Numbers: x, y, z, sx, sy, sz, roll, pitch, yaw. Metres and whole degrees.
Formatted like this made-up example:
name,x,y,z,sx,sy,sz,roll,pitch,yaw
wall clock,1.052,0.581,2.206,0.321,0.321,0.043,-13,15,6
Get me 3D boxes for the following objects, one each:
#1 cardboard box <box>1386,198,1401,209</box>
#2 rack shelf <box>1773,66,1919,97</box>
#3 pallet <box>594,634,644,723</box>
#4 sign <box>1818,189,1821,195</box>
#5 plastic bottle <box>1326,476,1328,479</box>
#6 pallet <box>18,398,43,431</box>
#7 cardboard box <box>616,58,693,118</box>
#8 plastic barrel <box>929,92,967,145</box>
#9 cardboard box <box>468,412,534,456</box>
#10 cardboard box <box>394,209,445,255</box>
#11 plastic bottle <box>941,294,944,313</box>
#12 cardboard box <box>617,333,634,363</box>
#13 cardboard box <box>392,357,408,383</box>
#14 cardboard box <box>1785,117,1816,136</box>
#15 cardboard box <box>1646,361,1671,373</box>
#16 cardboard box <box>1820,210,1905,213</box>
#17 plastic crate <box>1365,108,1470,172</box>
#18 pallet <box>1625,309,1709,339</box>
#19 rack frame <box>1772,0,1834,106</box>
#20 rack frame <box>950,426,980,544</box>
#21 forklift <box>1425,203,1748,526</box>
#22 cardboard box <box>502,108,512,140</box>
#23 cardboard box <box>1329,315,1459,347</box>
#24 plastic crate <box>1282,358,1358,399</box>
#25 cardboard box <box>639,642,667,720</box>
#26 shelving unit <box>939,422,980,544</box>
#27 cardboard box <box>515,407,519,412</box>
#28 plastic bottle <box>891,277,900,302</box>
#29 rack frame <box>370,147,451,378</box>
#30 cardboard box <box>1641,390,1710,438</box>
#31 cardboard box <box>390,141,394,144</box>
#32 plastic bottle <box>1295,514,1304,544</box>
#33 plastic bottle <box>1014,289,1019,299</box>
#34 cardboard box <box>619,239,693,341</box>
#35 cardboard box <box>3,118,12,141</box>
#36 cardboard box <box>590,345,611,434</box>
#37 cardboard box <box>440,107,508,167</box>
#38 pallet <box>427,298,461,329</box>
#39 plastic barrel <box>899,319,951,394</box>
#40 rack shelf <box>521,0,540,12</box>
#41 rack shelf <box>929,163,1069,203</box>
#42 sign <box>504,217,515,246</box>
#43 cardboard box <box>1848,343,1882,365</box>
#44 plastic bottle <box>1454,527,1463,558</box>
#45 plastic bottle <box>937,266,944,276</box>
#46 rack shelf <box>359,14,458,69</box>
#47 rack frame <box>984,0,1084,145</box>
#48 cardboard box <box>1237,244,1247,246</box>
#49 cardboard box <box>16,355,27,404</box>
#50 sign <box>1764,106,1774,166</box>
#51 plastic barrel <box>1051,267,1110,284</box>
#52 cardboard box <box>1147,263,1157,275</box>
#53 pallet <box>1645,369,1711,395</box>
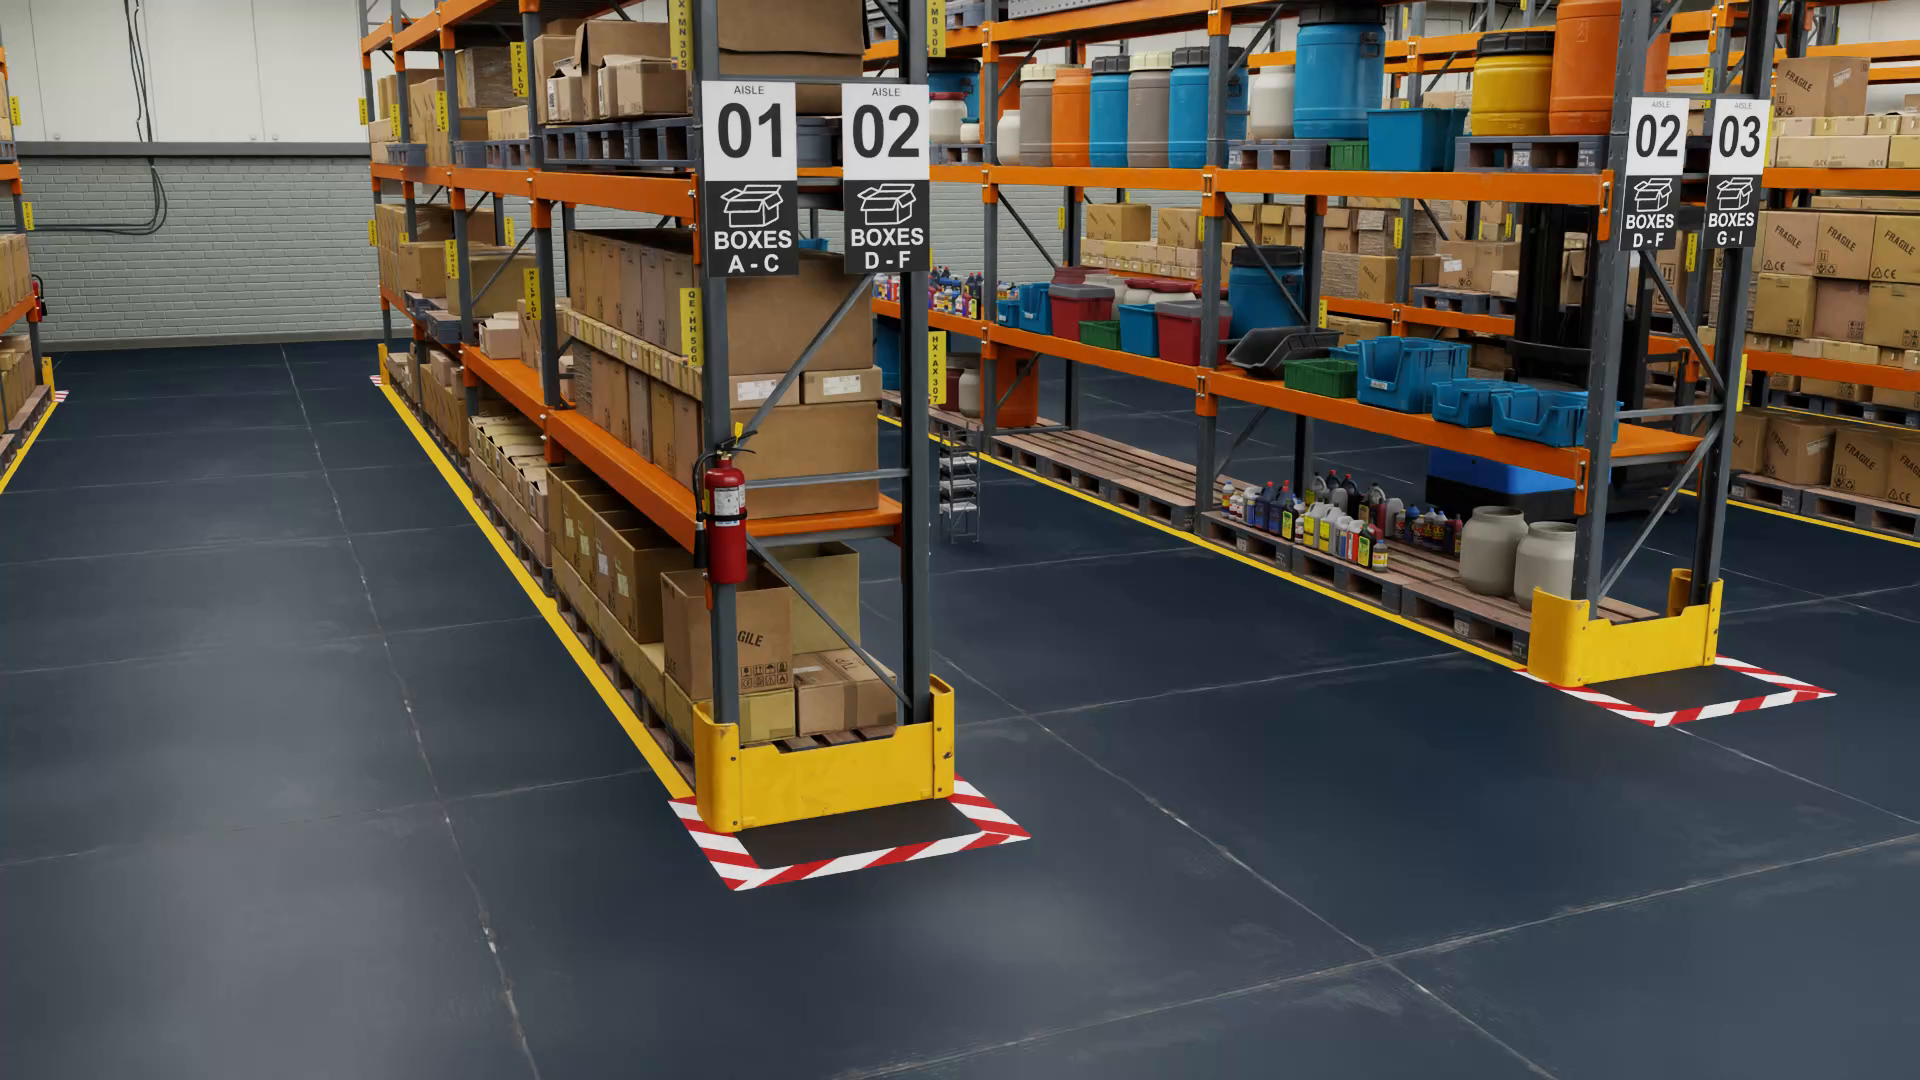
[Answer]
name,x,y,z,sx,sy,sz,roll,pitch,yaw
cardboard box,6.966,-5.240,25.758,0.500,0.500,0.500,-6,14,-24
rack shelf,13.532,-6.495,23.456,1.077,0.370,4.000,-6,14,-23
pallet,-1.450,0.691,9.418,1.003,0.211,1.213,-6,14,-23
sign,16.192,-6.570,31.336,0.100,0.325,0.005,-6,14,-23
plastic bottle,2.812,-0.356,12.806,0.061,0.283,0.133,-5,14,-20
pallet,-10.690,-1.351,18.240,1.003,0.211,1.213,-6,14,-23
cardboard box,-1.323,-2.137,7.890,0.500,0.250,0.500,-6,14,-23
plastic barrel,-0.133,-4.446,17.544,0.433,0.535,0.433,0,13,0
cardboard box,-3.884,-0.918,14.108,0.500,0.311,0.500,-5,14,-21
cardboard box,-6.075,-3.464,18.744,0.500,0.500,0.500,-6,14,-24
plastic bottle,-0.155,-2.483,17.388,0.097,0.201,0.097,0,13,0
cardboard box,-1.669,-1.060,9.139,0.380,0.149,0.250,-6,14,-23
cardboard box,-6.671,-2.098,20.404,0.500,0.250,0.500,-6,14,-23
cardboard box,6.962,-3.363,13.544,0.380,0.149,0.250,-6,14,-23
cardboard box,9.131,-2.443,21.384,0.500,0.500,0.500,-5,14,-21
cardboard box,7.489,-2.492,13.885,0.500,0.500,0.500,-6,14,-23
plastic crate,2.880,-2.529,10.528,0.392,0.384,0.575,-6,14,-23
pallet,6.683,-2.060,15.544,1.003,0.211,1.213,-6,14,-23
rack frame,12.731,-7.453,25.116,1.000,3.000,0.127,-6,14,-23
rack frame,0.037,-0.419,12.685,0.240,0.900,0.006,-6,14,-23
forklift,5.444,-1.732,13.852,3.031,2.935,1.130,-6,15,-26
cardboard box,-3.365,-3.312,13.279,0.500,0.250,0.500,-5,14,-21
cardboard box,4.996,-2.123,19.170,1.225,0.875,0.875,-6,14,-26
plastic crate,2.602,-1.126,11.552,0.450,0.188,0.662,-6,14,-23
cardboard box,-1.317,0.687,8.418,0.500,0.250,0.500,-6,14,-23
shelving unit,-0.003,-0.440,12.776,0.258,0.900,0.210,-6,14,-23
cardboard box,-3.960,-1.139,15.706,0.500,0.500,0.500,-6,14,-25
plastic bottle,-0.680,-2.806,18.617,0.152,0.276,0.135,-6,14,-23
rack frame,-7.030,-3.568,21.632,1.000,3.000,0.127,-6,14,-23
cardboard box,6.629,-1.108,15.572,0.700,0.500,0.500,-7,15,-27
cardboard box,-6.056,-4.310,18.521,0.500,0.250,0.500,-6,14,-23
plastic bottle,2.428,-0.082,11.803,0.097,0.201,0.097,0,13,0
plastic bottle,0.653,-2.515,17.360,0.152,0.276,0.135,-6,14,-23
cardboard box,-1.436,-1.367,9.025,0.700,0.500,0.500,-6,14,-23
cardboard box,-11.031,-4.634,18.766,0.500,0.250,0.500,-5,14,-21
cardboard box,-1.822,-0.938,10.047,0.700,0.500,0.500,-6,14,-24
cardboard box,-4.031,-3.512,14.518,0.910,0.500,0.500,-6,14,-23
pallet,-4.608,-2.223,16.247,1.003,0.211,1.213,-6,14,-23
plastic barrel,-0.401,-2.110,19.056,0.600,0.901,0.708,-6,14,-23
rack shelf,-1.422,-3.053,8.585,1.077,0.370,4.000,-6,14,-23
rack shelf,-0.086,-3.886,17.949,1.077,0.370,4.000,-6,14,-23
sign,-4.920,-3.356,18.151,0.100,0.325,0.005,-6,14,-23
cardboard box,7.279,-1.480,13.168,0.380,0.149,0.250,-6,14,-23
plastic bottle,3.437,0.016,11.378,0.097,0.201,0.097,0,13,0
plastic bottle,-0.219,-3.004,19.304,0.144,0.351,0.185,-6,14,-23
rack shelf,-6.229,-5.725,19.252,1.077,0.370,4.000,-6,14,-23
rack frame,0.715,-5.284,15.744,1.000,3.000,0.127,-6,14,-23
cardboard box,3.808,-3.463,20.957,0.500,0.500,0.500,-6,14,-23
cardboard box,-10.792,-1.763,18.449,0.700,0.500,0.500,-6,14,-25
sign,4.425,-2.223,9.151,0.100,0.325,0.005,-6,14,-23
plastic barrel,1.179,-2.359,16.110,0.600,0.536,0.708,-6,14,-23
cardboard box,2.816,-3.759,23.016,0.380,0.149,0.250,-5,14,-22
pallet,9.527,-2.039,21.212,1.003,0.211,1.213,-6,14,-23
